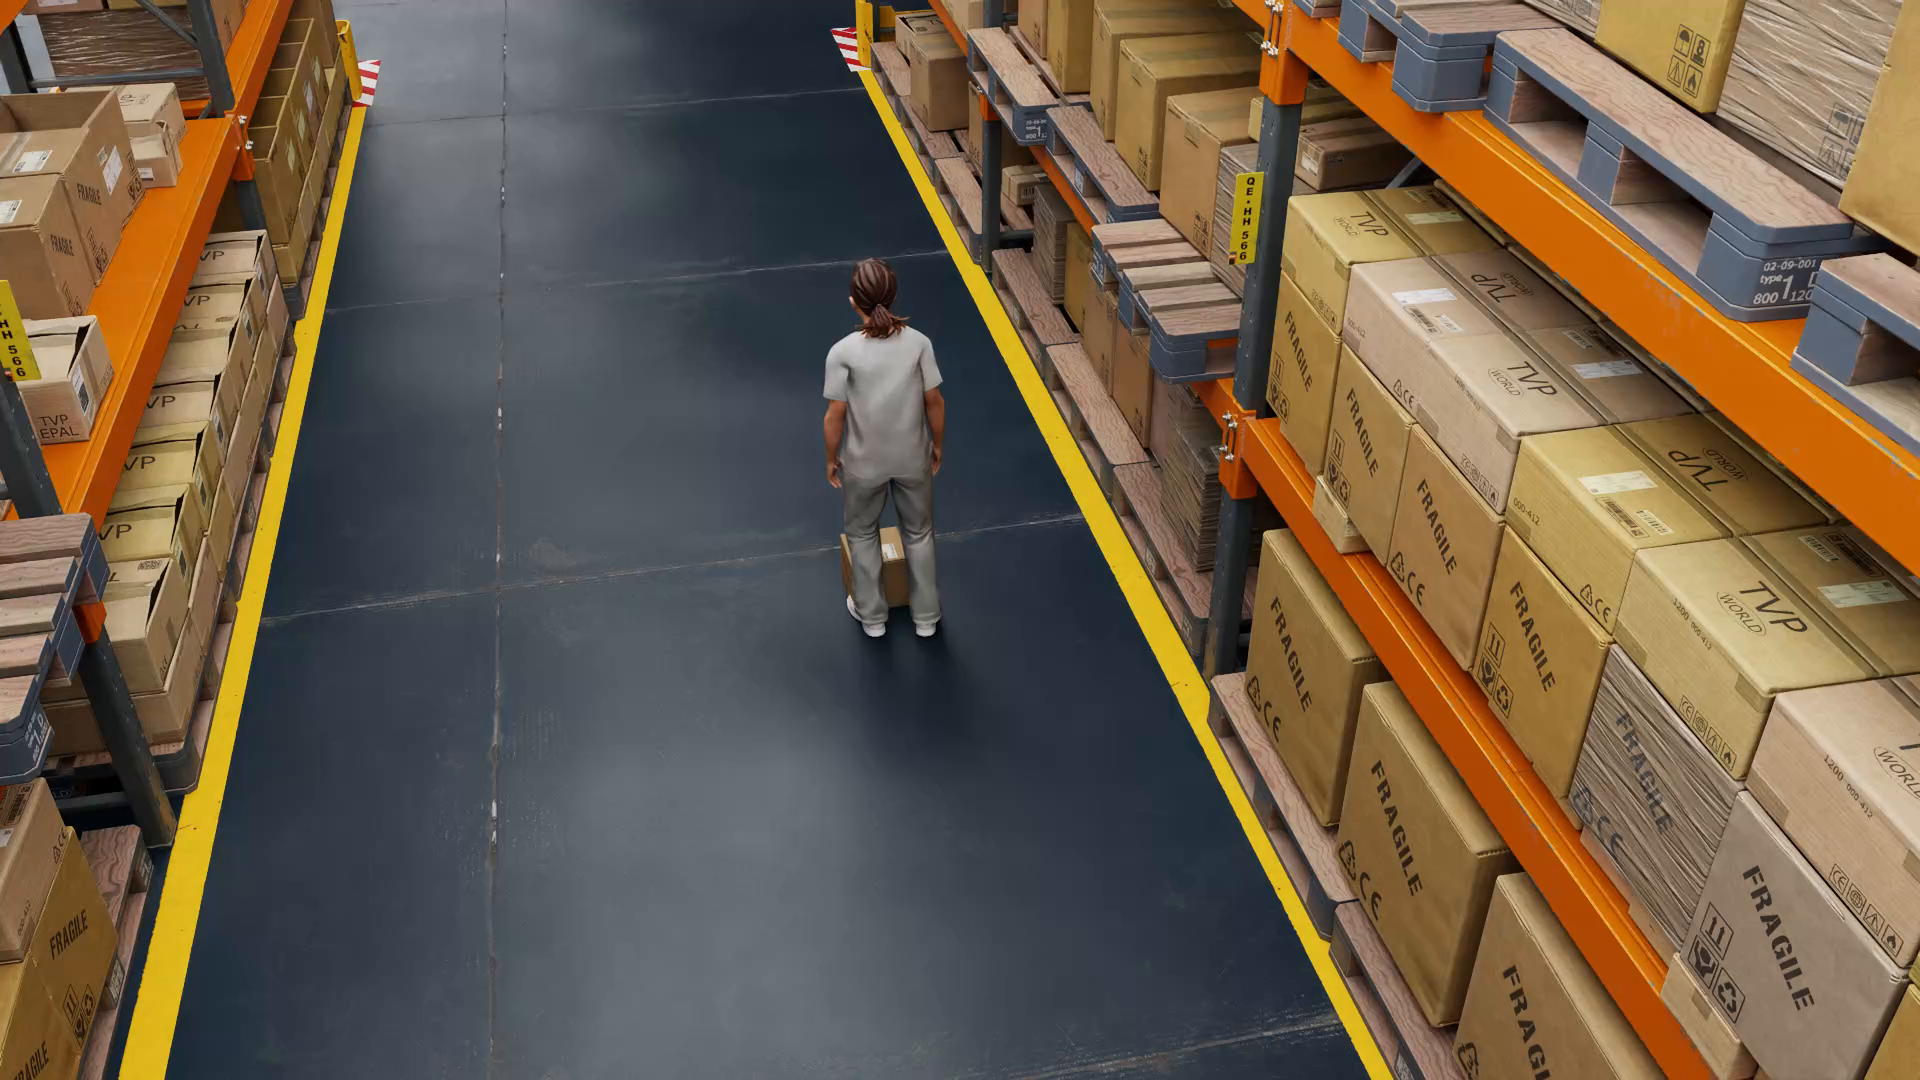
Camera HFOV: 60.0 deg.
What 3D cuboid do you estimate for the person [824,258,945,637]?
[{"bbox_3d":[-0.305,-0.336,6.634,0.485,1.672,0.412,-8,35,-11],"label":"person"}]
